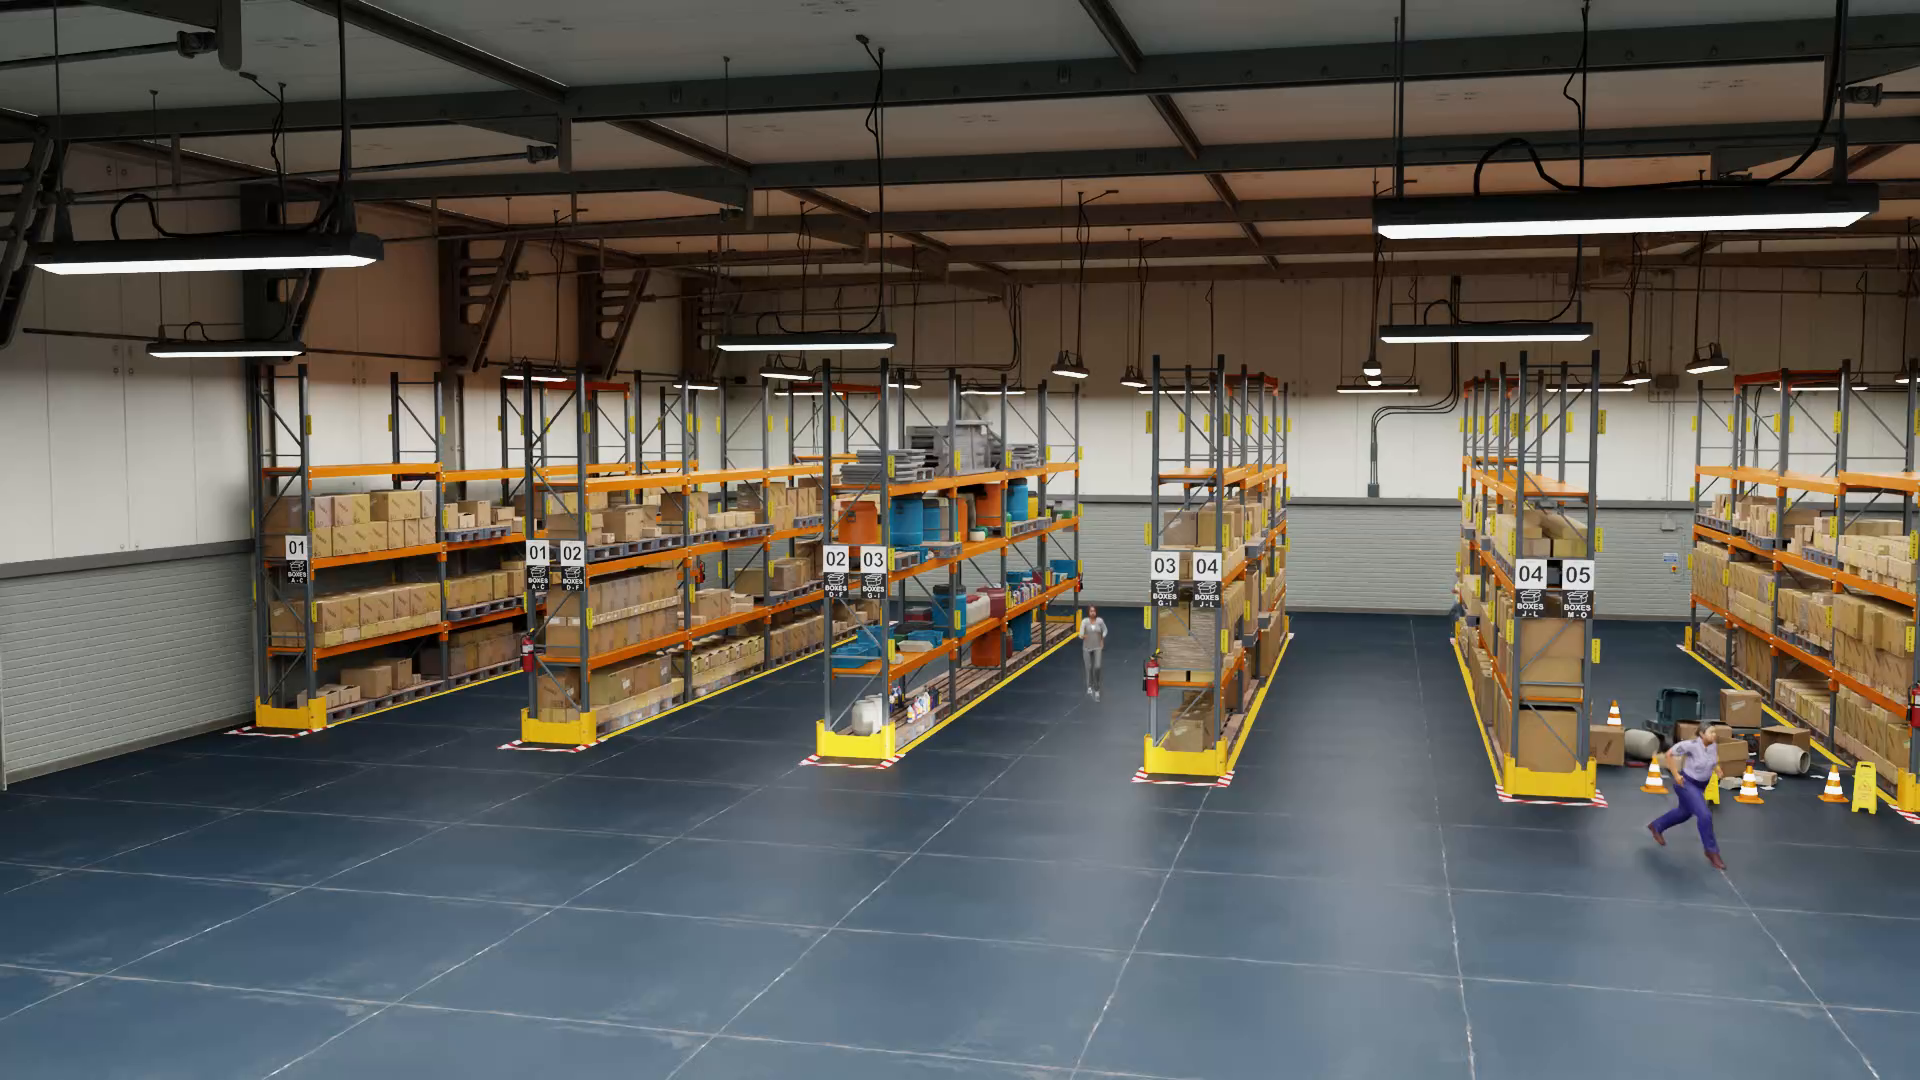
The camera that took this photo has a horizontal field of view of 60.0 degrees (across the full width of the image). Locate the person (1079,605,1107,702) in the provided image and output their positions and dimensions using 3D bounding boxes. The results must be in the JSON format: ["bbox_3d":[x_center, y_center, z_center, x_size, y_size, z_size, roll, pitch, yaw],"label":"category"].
[{"bbox_3d":[2.299,1.952,28.810,0.490,1.673,0.699,0,4,5],"label":"person"}]

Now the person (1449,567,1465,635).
[{"bbox_3d":[11.957,1.467,39.417,0.651,1.749,0.830,0,4,6],"label":"person"}]

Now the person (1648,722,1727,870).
[{"bbox_3d":[8.403,2.882,19.180,0.608,1.655,1.052,-3,5,-34],"label":"person"}]
